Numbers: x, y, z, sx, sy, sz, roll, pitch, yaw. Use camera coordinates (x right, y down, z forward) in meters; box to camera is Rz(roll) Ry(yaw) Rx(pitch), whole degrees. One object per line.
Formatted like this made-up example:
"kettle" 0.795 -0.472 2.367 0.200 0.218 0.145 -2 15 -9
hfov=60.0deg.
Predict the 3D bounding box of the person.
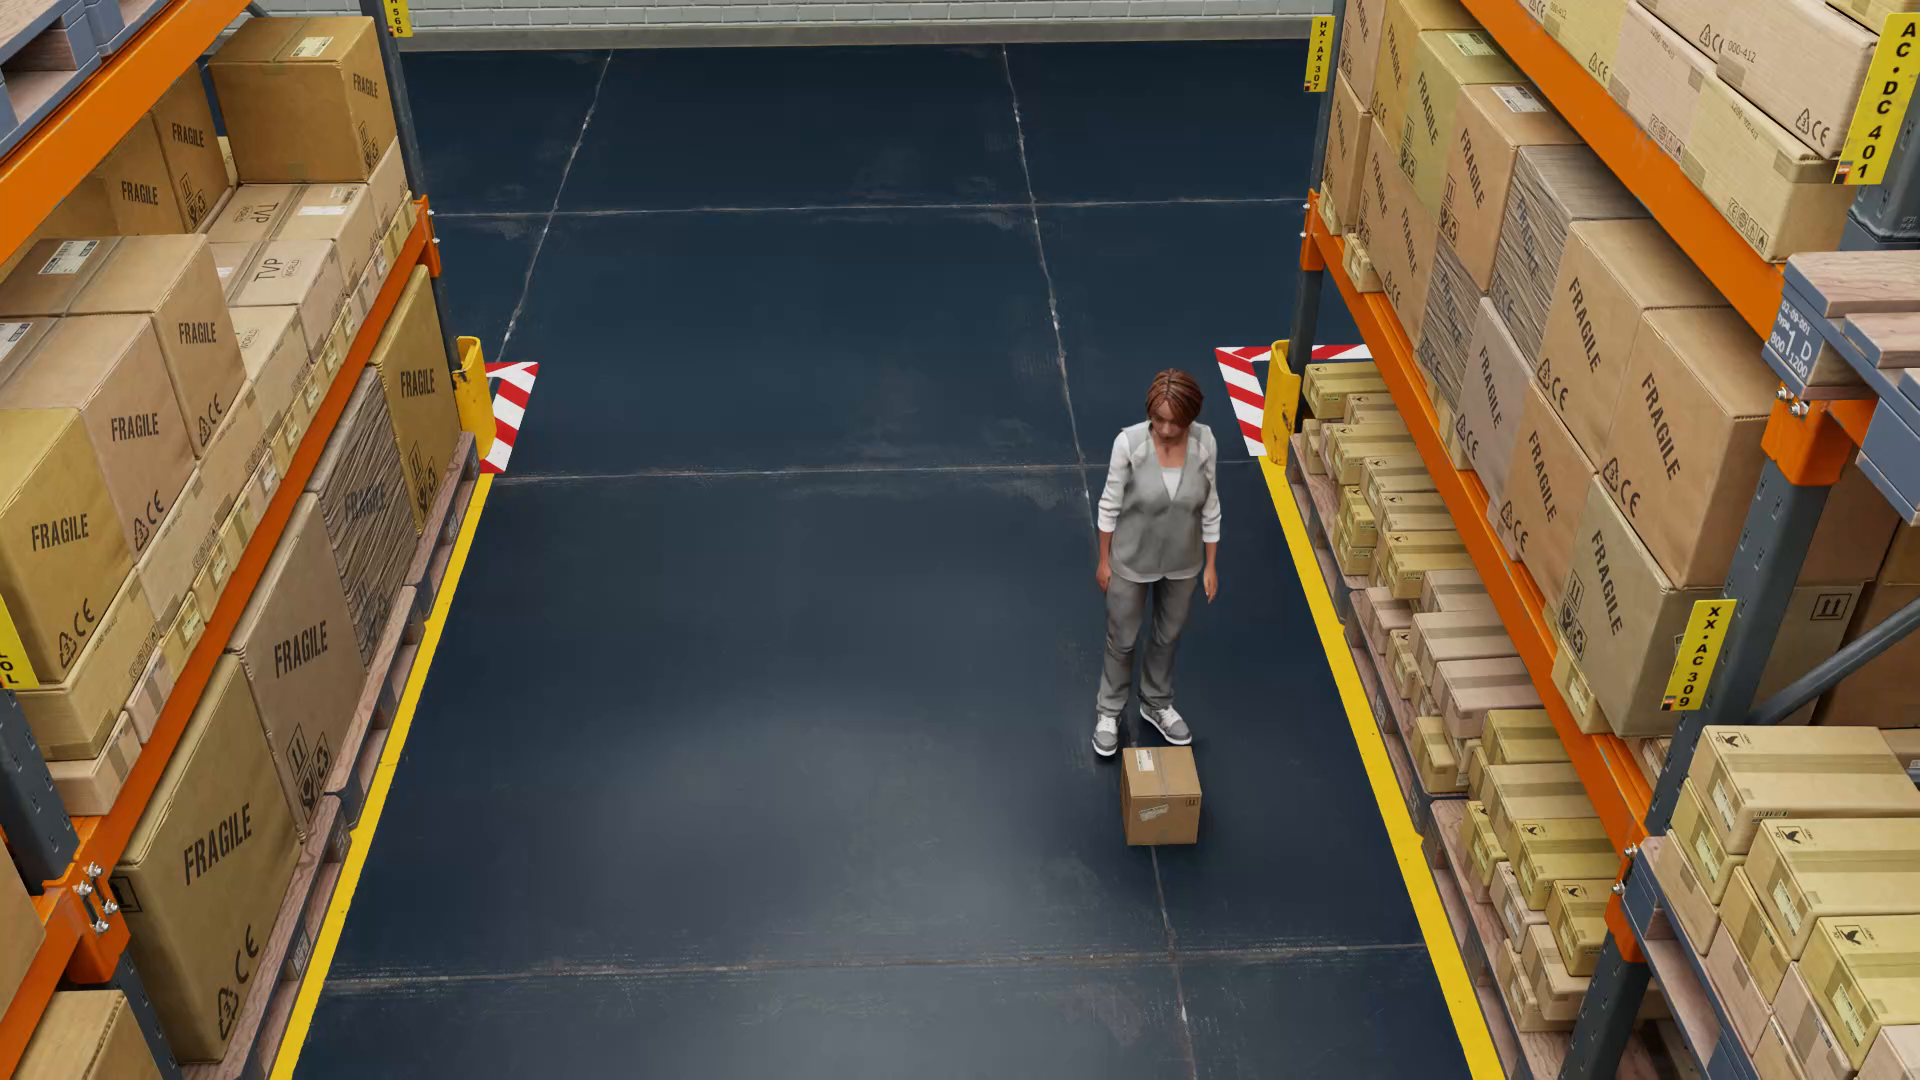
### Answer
"person" 0.709 0.088 6.002 0.430 1.600 0.311 -5 36 -8
